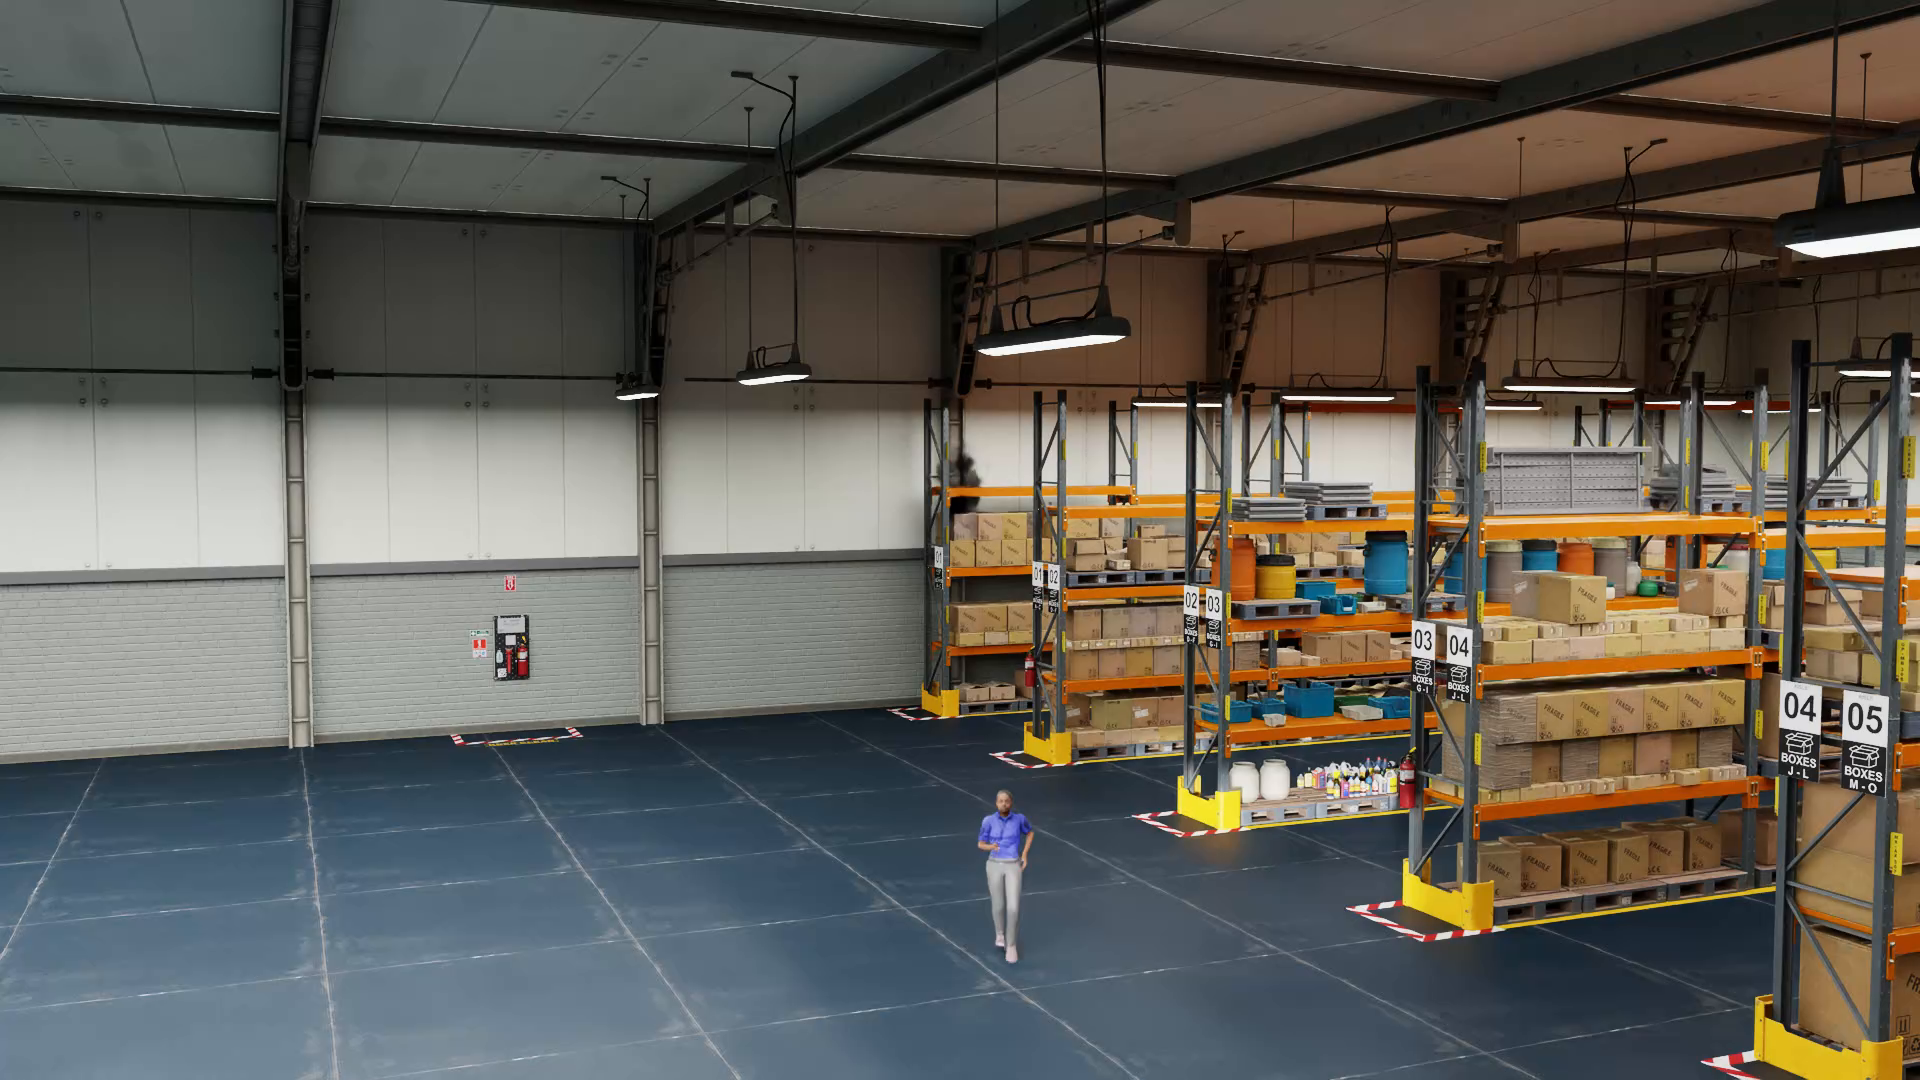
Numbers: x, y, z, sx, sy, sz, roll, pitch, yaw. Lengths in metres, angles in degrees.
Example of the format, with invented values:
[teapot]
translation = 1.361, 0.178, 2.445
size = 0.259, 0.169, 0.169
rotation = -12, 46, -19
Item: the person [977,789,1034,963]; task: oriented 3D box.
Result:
[person]
translation = 0.454, 3.360, 16.705
size = 0.555, 1.713, 0.702
rotation = 0, 3, 5
